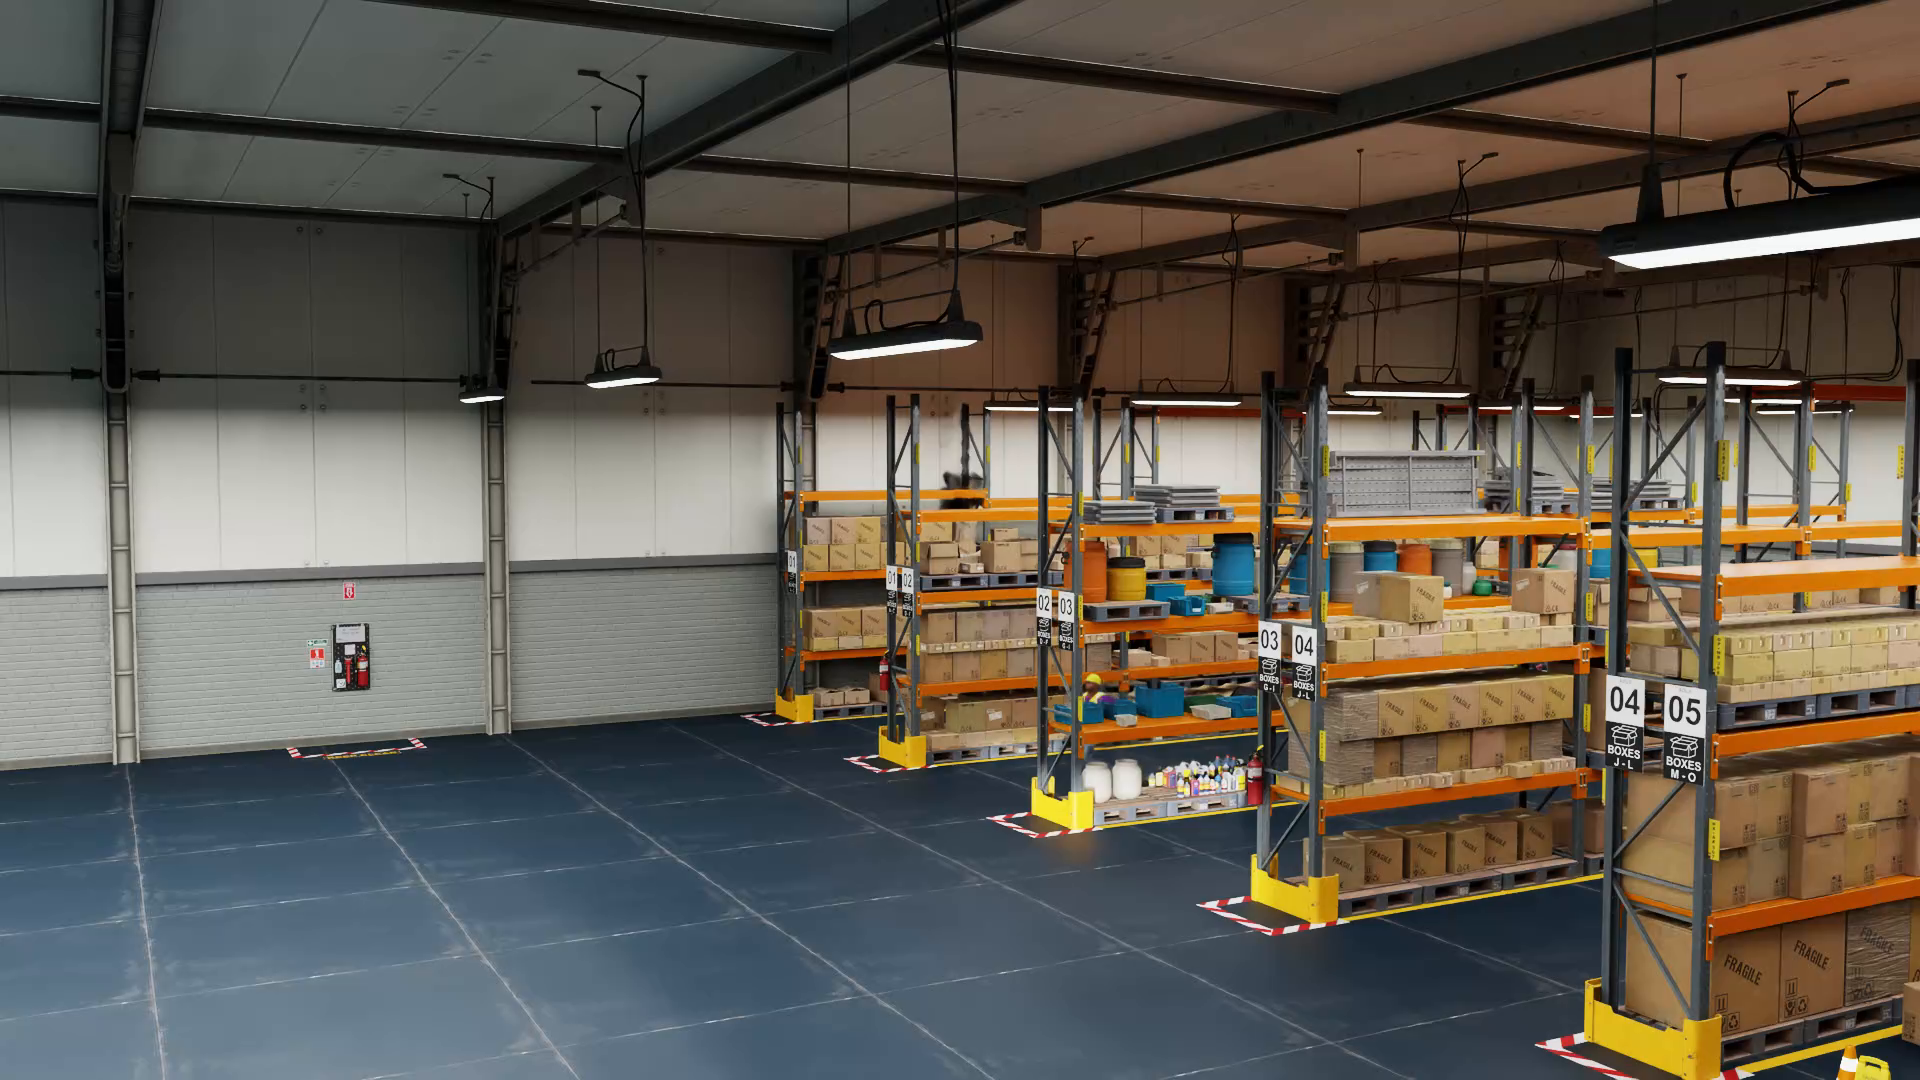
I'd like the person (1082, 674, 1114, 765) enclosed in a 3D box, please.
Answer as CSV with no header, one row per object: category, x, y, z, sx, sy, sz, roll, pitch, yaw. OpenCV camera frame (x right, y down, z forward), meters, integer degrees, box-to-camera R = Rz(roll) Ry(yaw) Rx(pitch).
person,1.933,2.881,24.899,0.622,1.746,0.681,-2,4,-33
